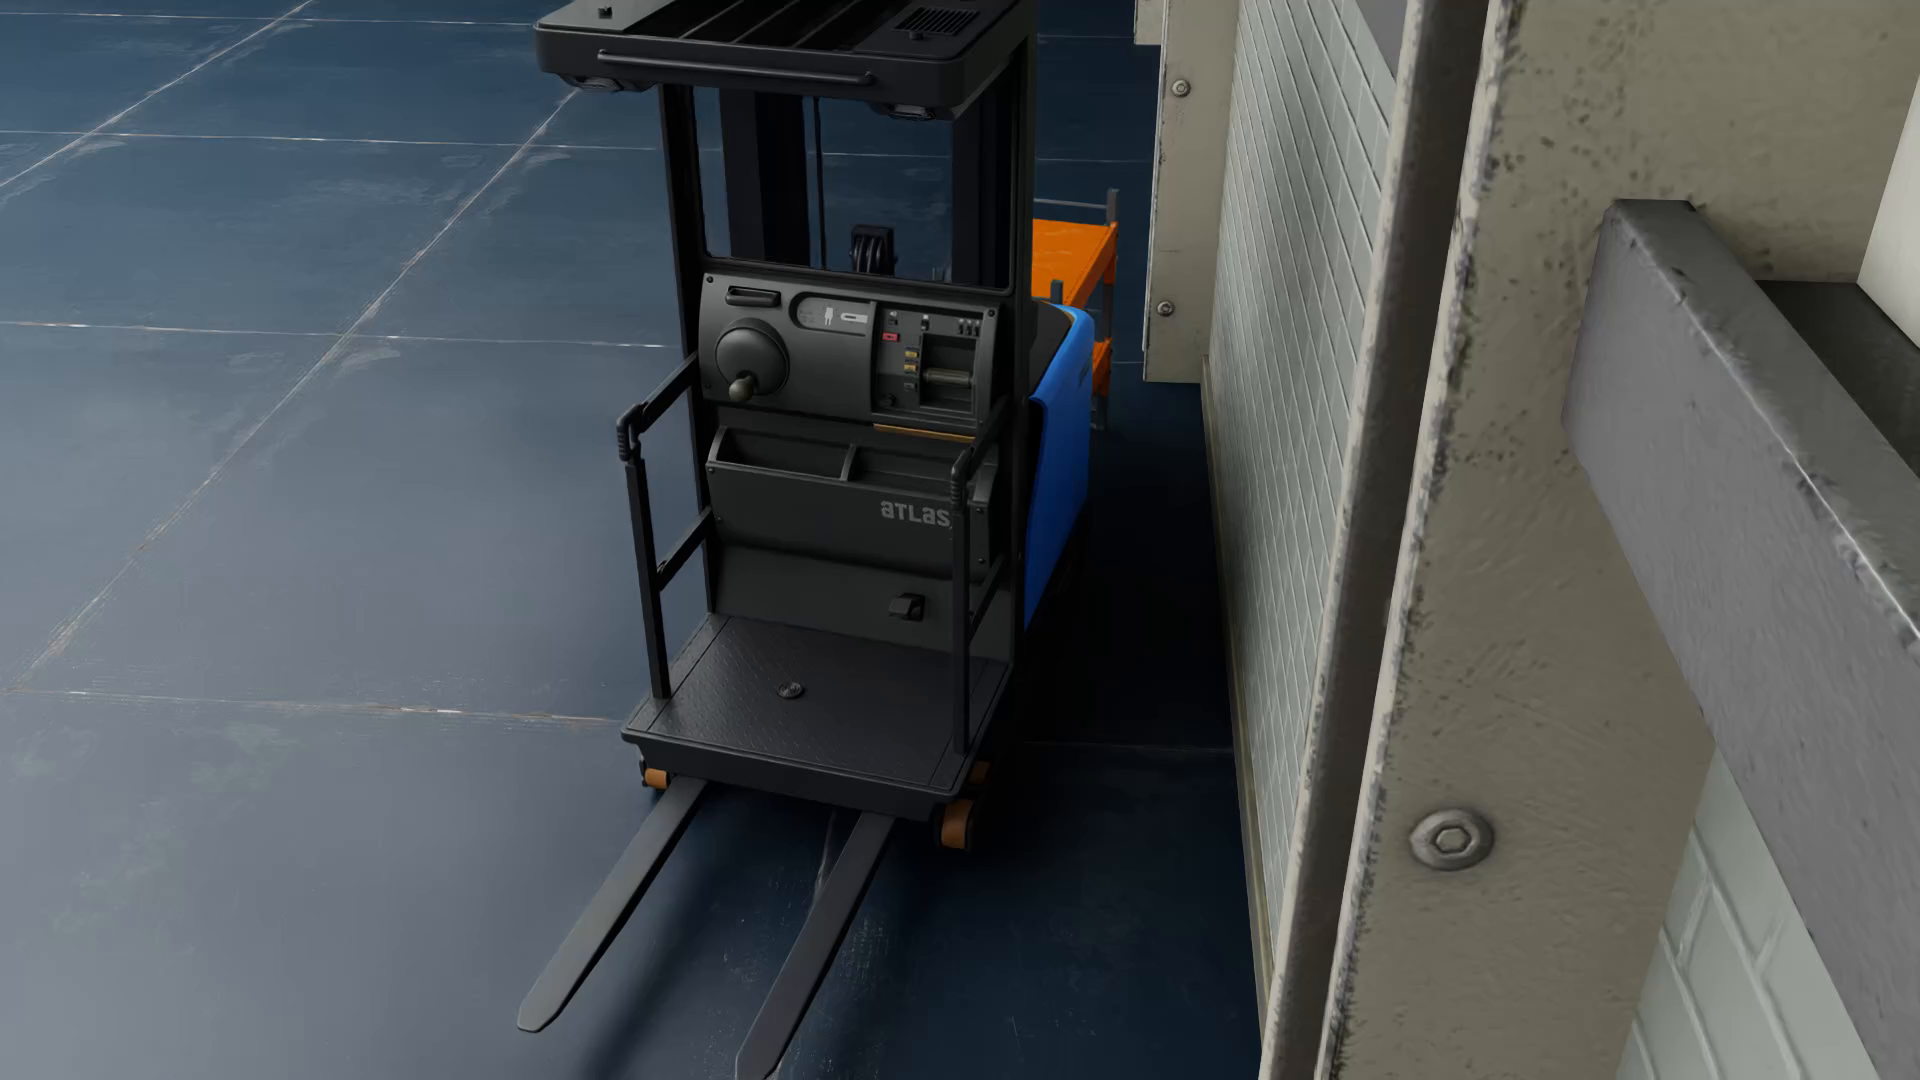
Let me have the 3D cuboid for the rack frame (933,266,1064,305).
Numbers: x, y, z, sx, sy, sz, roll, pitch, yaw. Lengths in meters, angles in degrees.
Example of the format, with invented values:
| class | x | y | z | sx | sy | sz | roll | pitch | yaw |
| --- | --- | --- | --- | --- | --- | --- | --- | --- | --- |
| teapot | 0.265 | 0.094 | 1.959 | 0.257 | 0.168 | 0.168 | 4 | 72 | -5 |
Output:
| class | x | y | z | sx | sy | sz | roll | pitch | yaw |
| --- | --- | --- | --- | --- | --- | --- | --- | --- | --- |
| rack frame | 0.140 | -0.514 | 6.512 | 0.500 | 1.125 | 0.032 | 9 | 33 | 14 |

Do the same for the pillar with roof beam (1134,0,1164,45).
| class | x | y | z | sx | sy | sz | roll | pitch | yaw |
| --- | --- | --- | --- | --- | --- | --- | --- | --- | --- |
| pillar with roof beam | -2.751 | -8.012 | 11.174 | 9.100 | 9.000 | 0.400 | 2 | 32 | 4 |

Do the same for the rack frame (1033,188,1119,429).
| class | x | y | z | sx | sy | sz | roll | pitch | yaw |
| --- | --- | --- | --- | --- | --- | --- | --- | --- | --- |
| rack frame | 0.426 | -1.026 | 7.343 | 0.500 | 1.125 | 0.032 | 9 | 33 | 14 |

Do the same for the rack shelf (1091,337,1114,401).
| class | x | y | z | sx | sy | sz | roll | pitch | yaw |
| --- | --- | --- | --- | --- | --- | --- | --- | --- | --- |
| rack shelf | 0.283 | -0.562 | 7.056 | 0.538 | 0.278 | 1.000 | 9 | 33 | 14 |

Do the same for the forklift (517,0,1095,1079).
| class | x | y | z | sx | sy | sz | roll | pitch | yaw |
| --- | --- | --- | --- | --- | --- | --- | --- | --- | --- |
| forklift | -0.398 | -0.514 | 4.791 | 1.130 | 2.935 | 3.031 | 9 | 33 | 14 |

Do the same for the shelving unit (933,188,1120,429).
| class | x | y | z | sx | sy | sz | roll | pitch | yaw |
| --- | --- | --- | --- | --- | --- | --- | --- | --- | --- |
| shelving unit | 0.283 | -0.770 | 6.928 | 0.538 | 1.125 | 1.048 | 9 | 33 | 14 |

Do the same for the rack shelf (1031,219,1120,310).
| class | x | y | z | sx | sy | sz | roll | pitch | yaw |
| --- | --- | --- | --- | --- | --- | --- | --- | --- | --- |
| rack shelf | 0.283 | -1.019 | 6.774 | 0.538 | 0.278 | 1.000 | 9 | 33 | 14 |

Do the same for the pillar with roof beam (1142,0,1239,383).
| class | x | y | z | sx | sy | sz | roll | pitch | yaw |
| --- | --- | --- | --- | --- | --- | --- | --- | --- | --- |
| pillar with roof beam | -3.240 | -4.875 | 6.083 | 9.100 | 9.000 | 0.400 | 2 | 32 | 4 |
